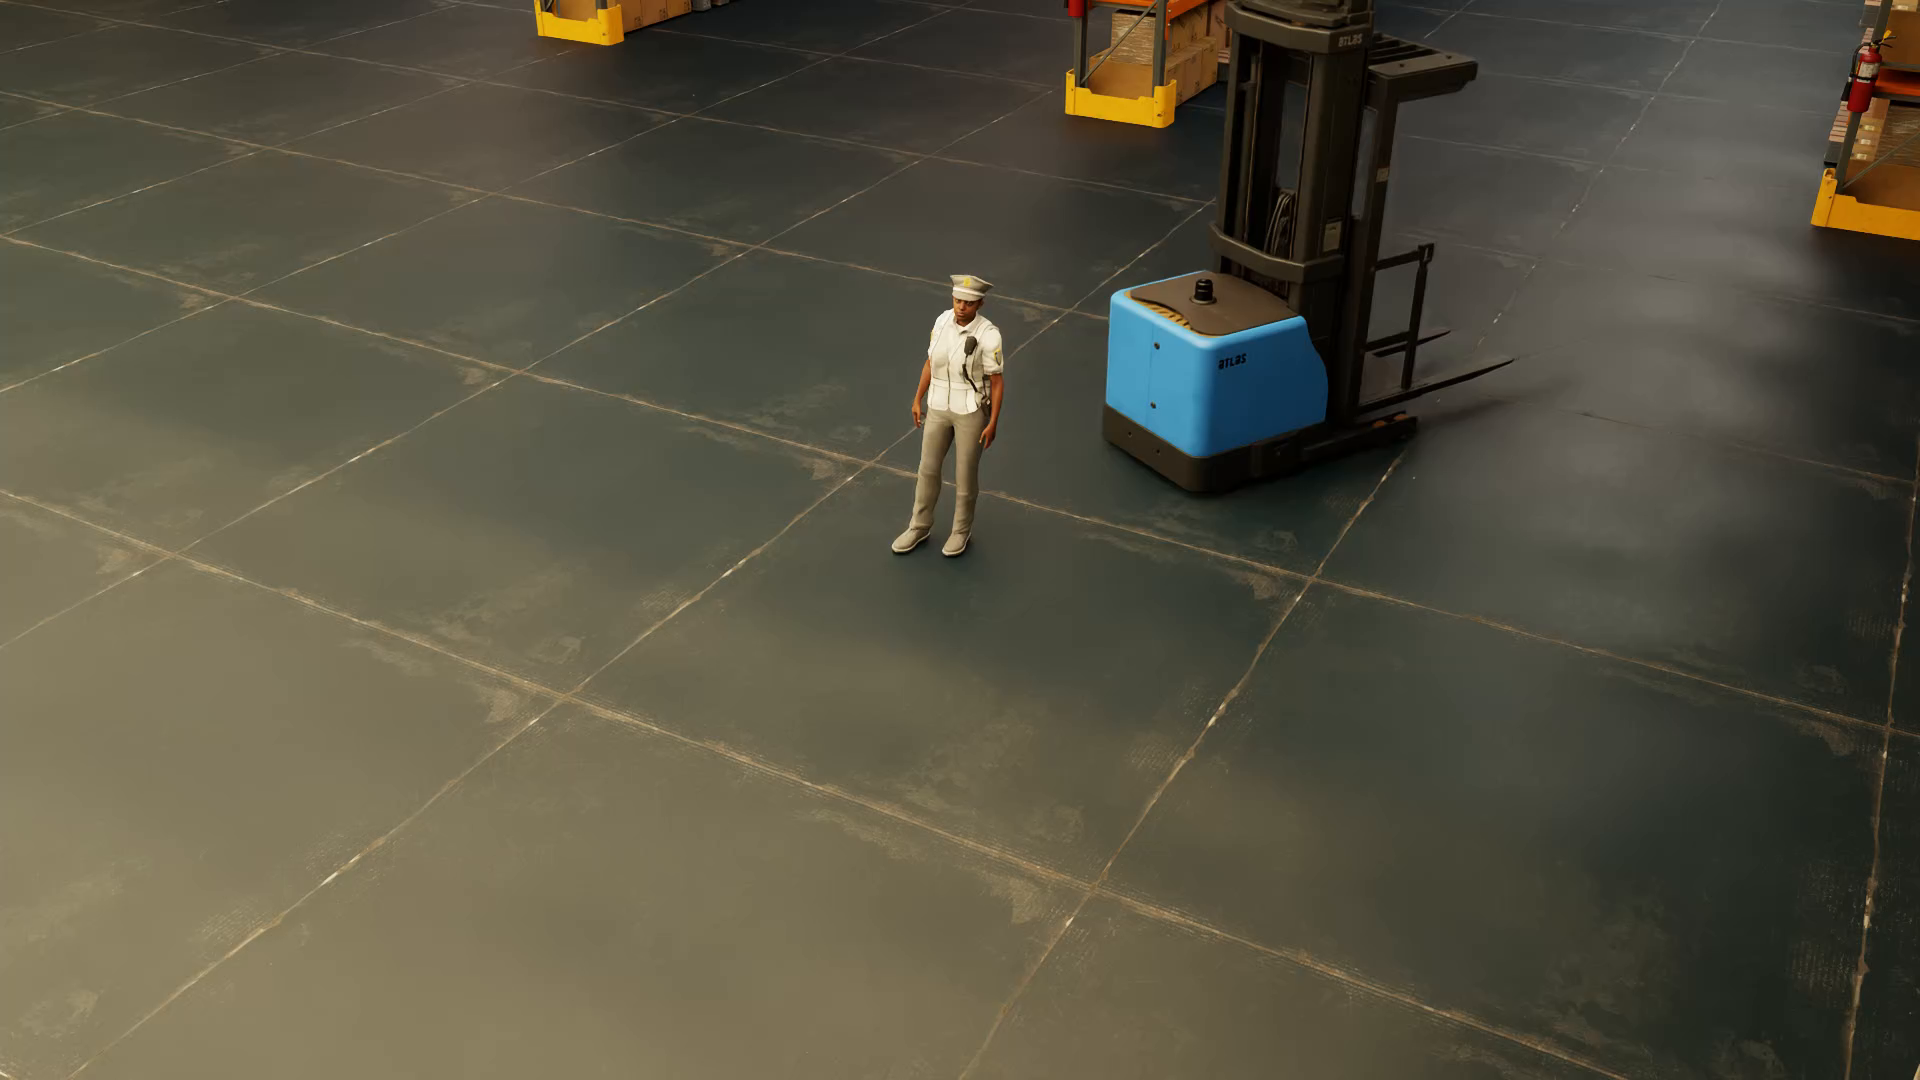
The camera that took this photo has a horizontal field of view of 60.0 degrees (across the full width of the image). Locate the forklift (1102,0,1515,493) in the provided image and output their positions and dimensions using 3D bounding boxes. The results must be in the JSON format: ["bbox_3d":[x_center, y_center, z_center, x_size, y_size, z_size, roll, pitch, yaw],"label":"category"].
[{"bbox_3d":[2.469,-2.106,10.720,3.031,2.935,1.130,-17,34,-27],"label":"forklift"}]

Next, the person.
[{"bbox_3d":[-0.054,-0.712,9.527,0.569,1.695,0.528,15,33,25],"label":"person"}]
